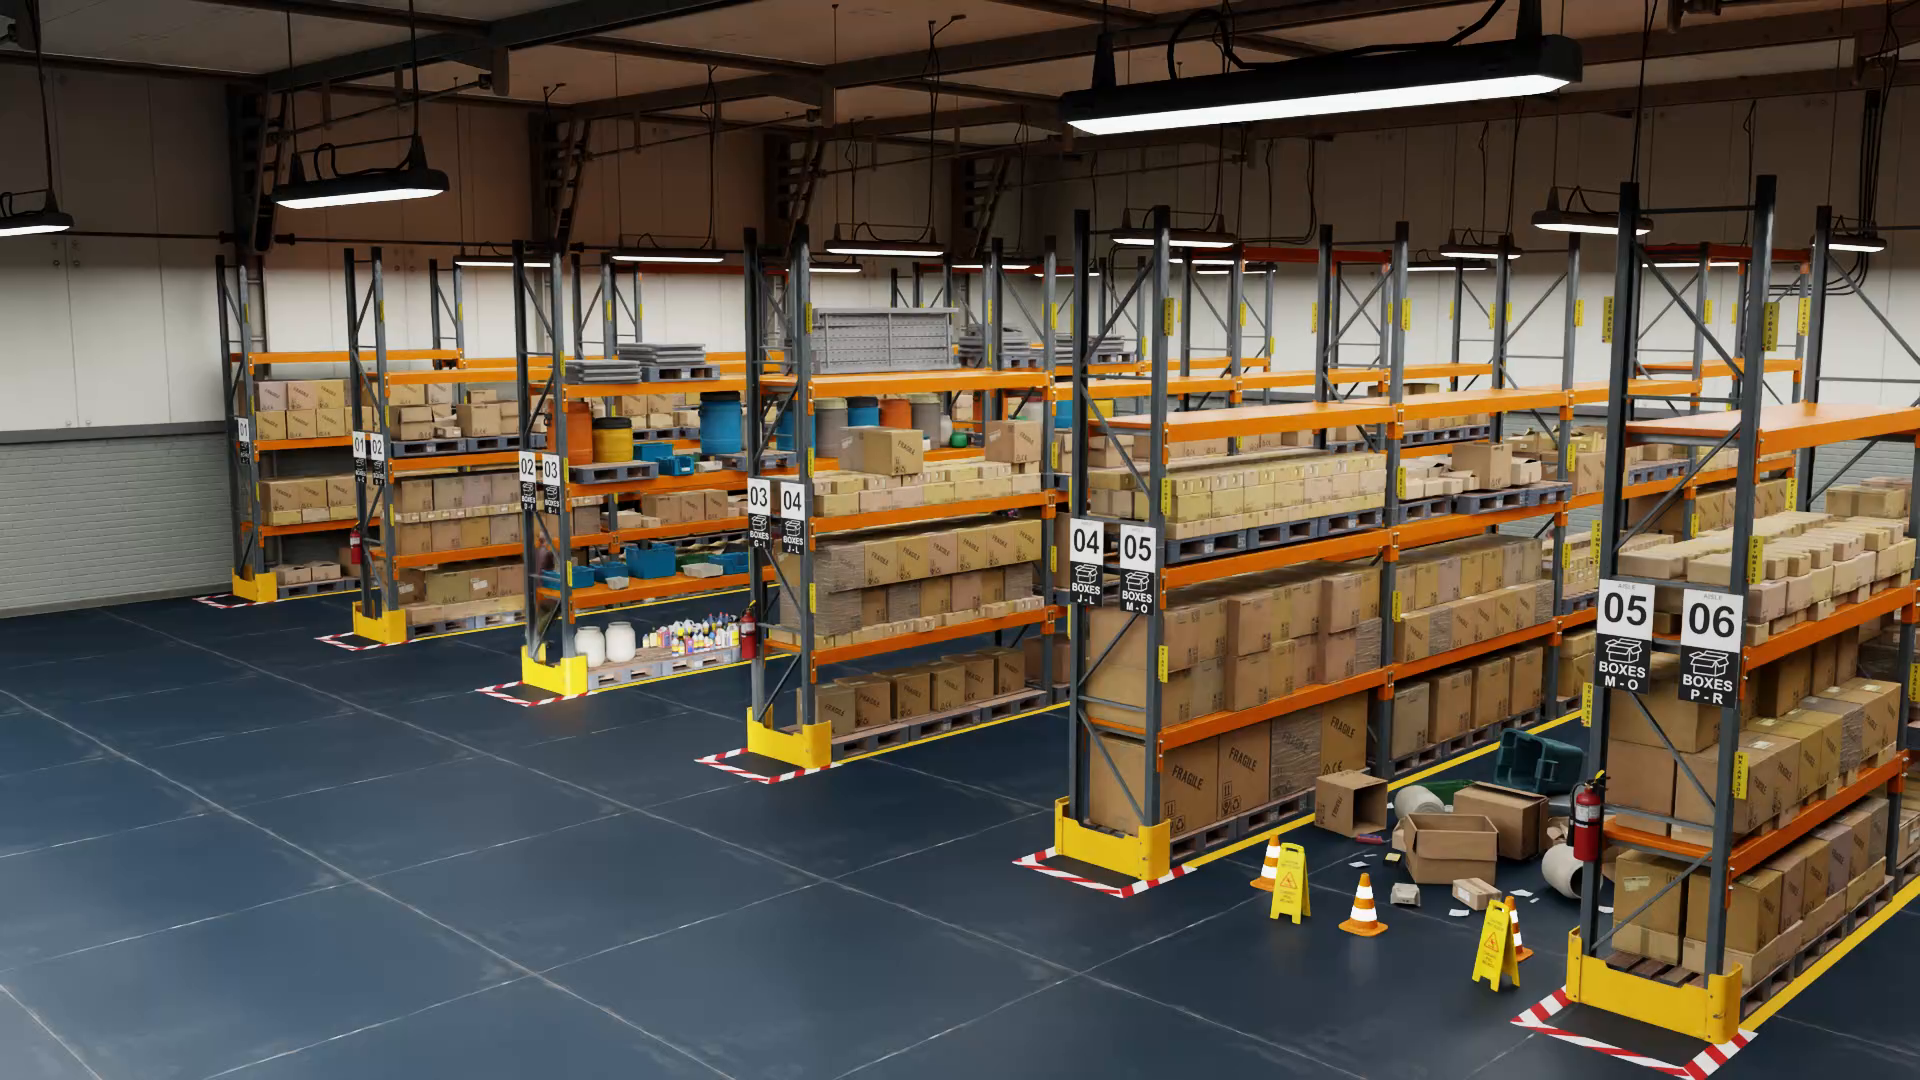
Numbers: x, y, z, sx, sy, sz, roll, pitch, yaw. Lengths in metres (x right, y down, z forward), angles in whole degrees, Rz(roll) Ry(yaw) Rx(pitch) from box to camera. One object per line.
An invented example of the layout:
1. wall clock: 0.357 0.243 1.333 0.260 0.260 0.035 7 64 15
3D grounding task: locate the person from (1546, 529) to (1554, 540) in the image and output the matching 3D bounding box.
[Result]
1. person: 9.568 0.586 26.844 0.398 1.545 0.941 7 11 40

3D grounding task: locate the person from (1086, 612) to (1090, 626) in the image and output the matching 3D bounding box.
1. person: 1.870 0.689 25.163 0.638 1.586 0.550 -5 10 -34

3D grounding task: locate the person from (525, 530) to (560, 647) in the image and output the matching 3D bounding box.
1. person: -6.324 0.742 25.052 0.571 1.769 0.625 -5 10 -33
